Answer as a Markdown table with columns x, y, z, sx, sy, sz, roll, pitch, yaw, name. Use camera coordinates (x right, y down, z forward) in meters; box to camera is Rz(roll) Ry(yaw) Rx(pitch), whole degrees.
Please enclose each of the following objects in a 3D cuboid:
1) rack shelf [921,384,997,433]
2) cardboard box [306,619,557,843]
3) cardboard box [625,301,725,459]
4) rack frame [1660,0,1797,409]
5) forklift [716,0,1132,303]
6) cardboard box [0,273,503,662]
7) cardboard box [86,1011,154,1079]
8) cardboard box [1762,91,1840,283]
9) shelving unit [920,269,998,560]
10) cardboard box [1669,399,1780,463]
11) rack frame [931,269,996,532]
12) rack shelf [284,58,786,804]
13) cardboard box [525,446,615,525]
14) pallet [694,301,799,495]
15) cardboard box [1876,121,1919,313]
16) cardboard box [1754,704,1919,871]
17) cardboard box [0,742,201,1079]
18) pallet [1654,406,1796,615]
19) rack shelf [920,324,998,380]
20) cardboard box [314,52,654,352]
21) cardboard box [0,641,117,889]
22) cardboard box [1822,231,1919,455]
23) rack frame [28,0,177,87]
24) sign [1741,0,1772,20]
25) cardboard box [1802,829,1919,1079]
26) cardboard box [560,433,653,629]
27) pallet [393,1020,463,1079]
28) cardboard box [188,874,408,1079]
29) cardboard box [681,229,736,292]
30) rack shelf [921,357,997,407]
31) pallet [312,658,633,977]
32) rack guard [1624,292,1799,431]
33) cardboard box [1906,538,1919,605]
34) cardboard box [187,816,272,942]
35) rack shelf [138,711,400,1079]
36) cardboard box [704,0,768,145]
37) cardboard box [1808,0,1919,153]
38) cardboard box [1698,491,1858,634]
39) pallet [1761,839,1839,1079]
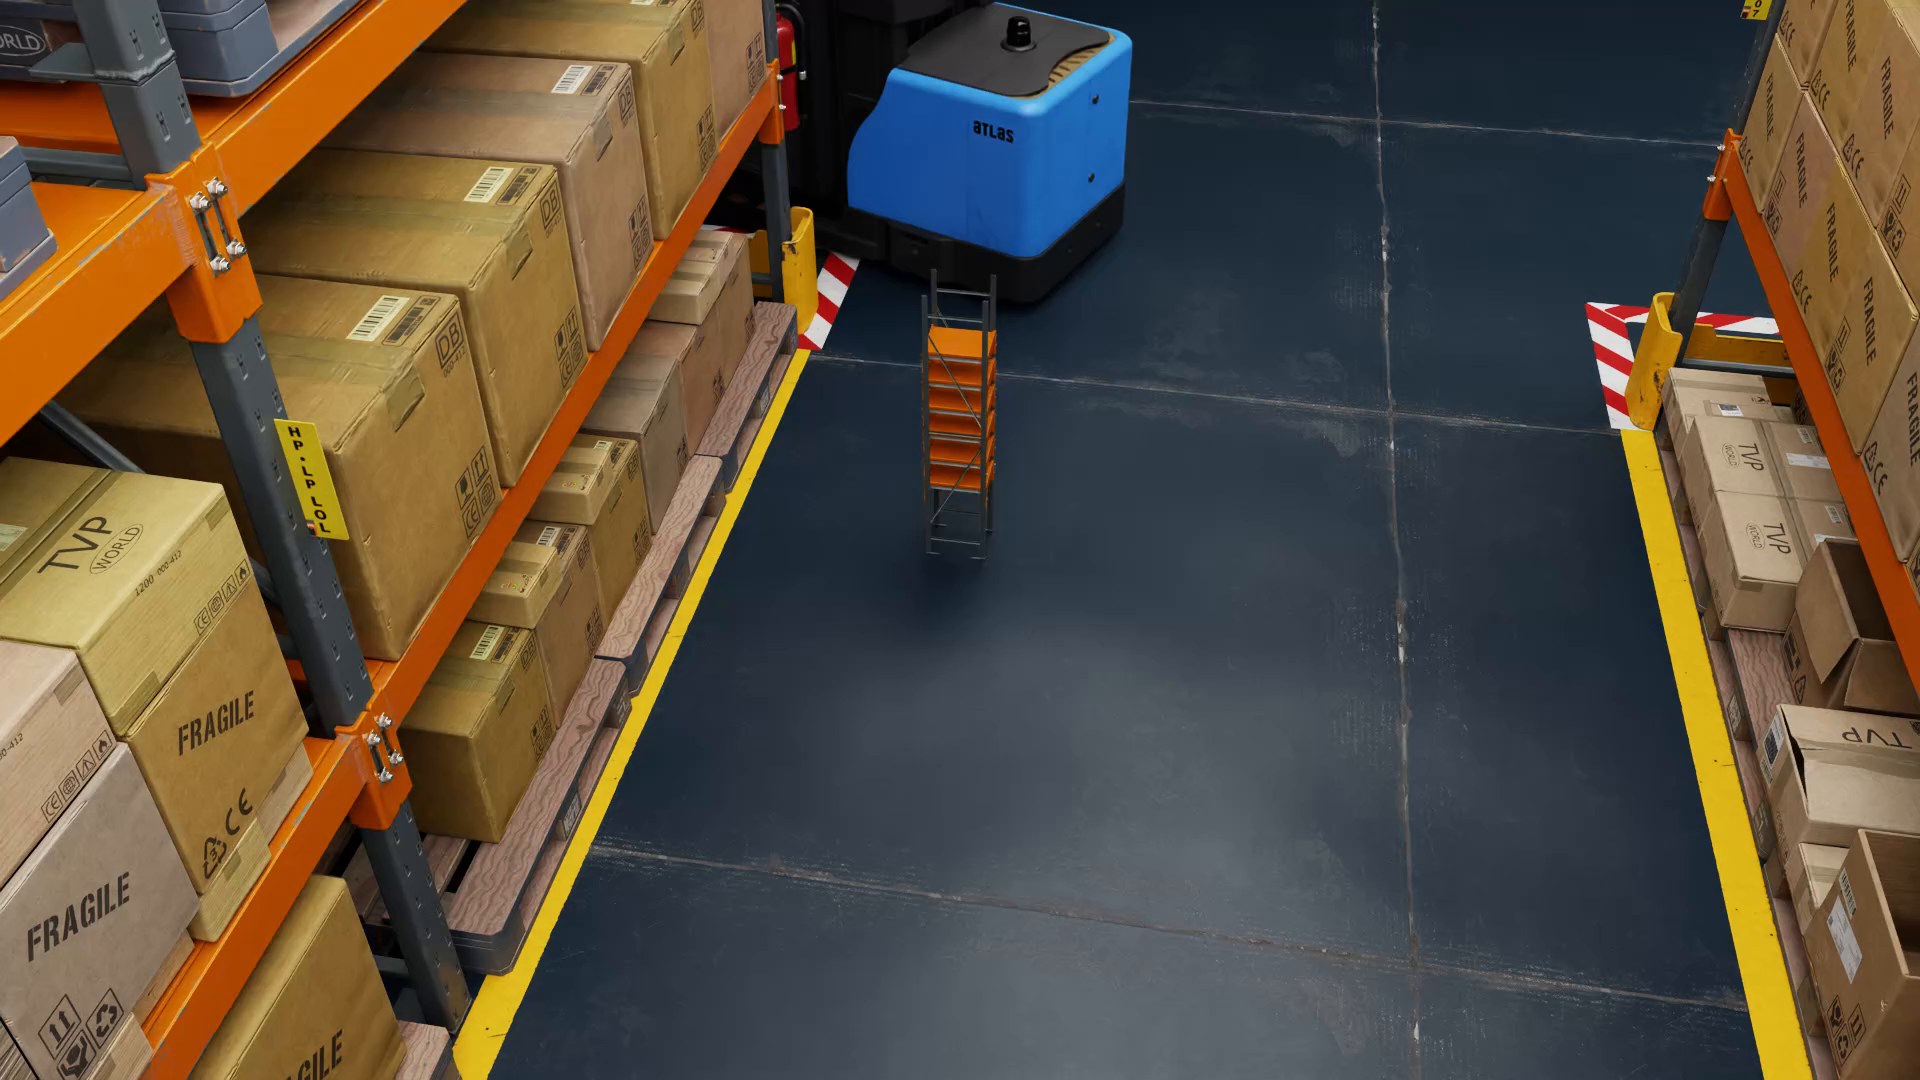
| x | y | z | sx | sy | sz | roll | pitch | yaw | name |
| --- | --- | --- | --- | --- | --- | --- | --- | --- | --- |
| -0.002 | -0.512 | 6.309 | 0.258 | 0.103 | 0.180 | 6 | 40 | 8 | rack shelf |
| -1.753 | 0.574 | 5.334 | 0.700 | 0.500 | 0.500 | 7 | 40 | 8 | cardboard box |
| -1.400 | -0.714 | 6.892 | 0.700 | 0.500 | 0.500 | 6 | 40 | 8 | cardboard box |
| 3.589 | -1.736 | 6.496 | 1.000 | 3.000 | 0.127 | 6 | 40 | 8 | rack frame |
| -0.677 | -2.979 | 8.053 | 3.031 | 2.935 | 1.130 | 21 | 44 | 24 | forklift |
| -1.873 | -0.224 | 4.431 | 0.980 | 0.700 | 0.700 | 7 | 40 | 8 | cardboard box |
| -1.860 | 1.054 | 3.303 | 0.380 | 0.149 | 0.250 | 6 | 40 | 8 | cardboard box |
| 3.168 | -1.201 | 5.770 | 0.500 | 0.500 | 0.500 | 6 | 40 | 7 | cardboard box |
| -0.002 | -0.453 | 6.357 | 0.258 | 1.200 | 0.189 | 6 | 40 | 8 | shelving unit |
| 3.134 | -0.432 | 6.797 | 0.380 | 0.166 | 0.250 | 6 | 40 | 8 | cardboard box |
| 0.013 | -0.511 | 6.426 | 0.240 | 1.200 | 0.006 | 6 | 40 | 8 | rack frame |
| -1.637 | -0.748 | 5.865 | 1.077 | 0.370 | 4.000 | 6 | 40 | 8 | rack shelf |
| -1.424 | -0.199 | 5.759 | 0.380 | 0.149 | 0.250 | 5 | 40 | 6 | cardboard box |
| -1.352 | -0.695 | 7.425 | 1.003 | 0.211 | 1.213 | 6 | 40 | 8 | pallet |
| 2.991 | -0.949 | 4.681 | 0.500 | 0.500 | 0.500 | 6 | 40 | 7 | cardboard box |
| 2.845 | 0.781 | 5.216 | 0.500 | 0.311 | 0.500 | 6 | 40 | 8 | cardboard box |
| -1.893 | 0.708 | 3.212 | 0.500 | 0.500 | 0.500 | 7 | 40 | 8 | cardboard box |
| 3.438 | -0.113 | 6.721 | 1.003 | 0.211 | 1.213 | 6 | 40 | 8 | pallet |
| -0.002 | -0.697 | 6.156 | 0.258 | 0.103 | 0.180 | 6 | 40 | 8 | rack shelf |
| -1.625 | -1.139 | 5.538 | 0.980 | 0.700 | 0.700 | 5 | 40 | 6 | cardboard box |
| -1.910 | 0.422 | 2.970 | 0.500 | 0.250 | 0.500 | 7 | 40 | 9 | cardboard box |
| 2.990 | -0.573 | 5.010 | 0.500 | 0.500 | 0.500 | 7 | 40 | 8 | cardboard box |
| -1.983 | -2.082 | 2.206 | 1.000 | 3.000 | 0.127 | 6 | 40 | 8 | rack frame |
| 3.054 | -2.130 | 6.292 | 0.100 | 0.325 | 0.005 | 6 | 40 | 8 | sign |
| 2.716 | 1.179 | 4.586 | 0.500 | 0.500 | 0.500 | 6 | 40 | 8 | cardboard box |
| -1.572 | -0.063 | 6.104 | 0.700 | 0.500 | 0.500 | 7 | 40 | 9 | cardboard box |
| -2.043 | 1.798 | 4.410 | 1.003 | 0.211 | 1.213 | 6 | 40 | 8 | pallet |
| -1.968 | 1.319 | 4.158 | 0.750 | 0.750 | 0.750 | 7 | 40 | 8 | cardboard box |
| -1.156 | -1.177 | 6.943 | 0.380 | 0.149 | 0.250 | 6 | 40 | 7 | cardboard box |
| -0.002 | -0.604 | 6.232 | 0.258 | 0.103 | 0.180 | 6 | 40 | 8 | rack shelf |
| -1.775 | 0.836 | 5.573 | 1.003 | 0.211 | 1.213 | 6 | 40 | 8 | pallet |
| 3.575 | -0.725 | 7.235 | 1.175 | 0.500 | 0.348 | 6 | 40 | 8 | rack guard |
| 2.818 | 0.070 | 4.233 | 0.500 | 0.500 | 0.500 | 7 | 40 | 9 | cardboard box |
| -1.783 | 0.724 | 3.702 | 0.380 | 0.149 | 0.250 | 7 | 40 | 8 | cardboard box |
| -2.329 | 1.763 | 2.828 | 1.077 | 0.370 | 4.000 | 6 | 40 | 8 | rack shelf |
| -1.369 | -2.074 | 6.670 | 0.980 | 0.700 | 0.700 | 8 | 40 | 10 | cardboard box |
| 3.169 | -1.582 | 5.446 | 0.500 | 0.500 | 0.500 | 7 | 40 | 8 | cardboard box |
| 3.042 | 0.092 | 6.098 | 0.500 | 0.250 | 0.500 | 6 | 40 | 8 | cardboard box |
| 3.016 | 1.418 | 4.869 | 1.003 | 0.211 | 1.213 | 6 | 40 | 8 | pallet |
